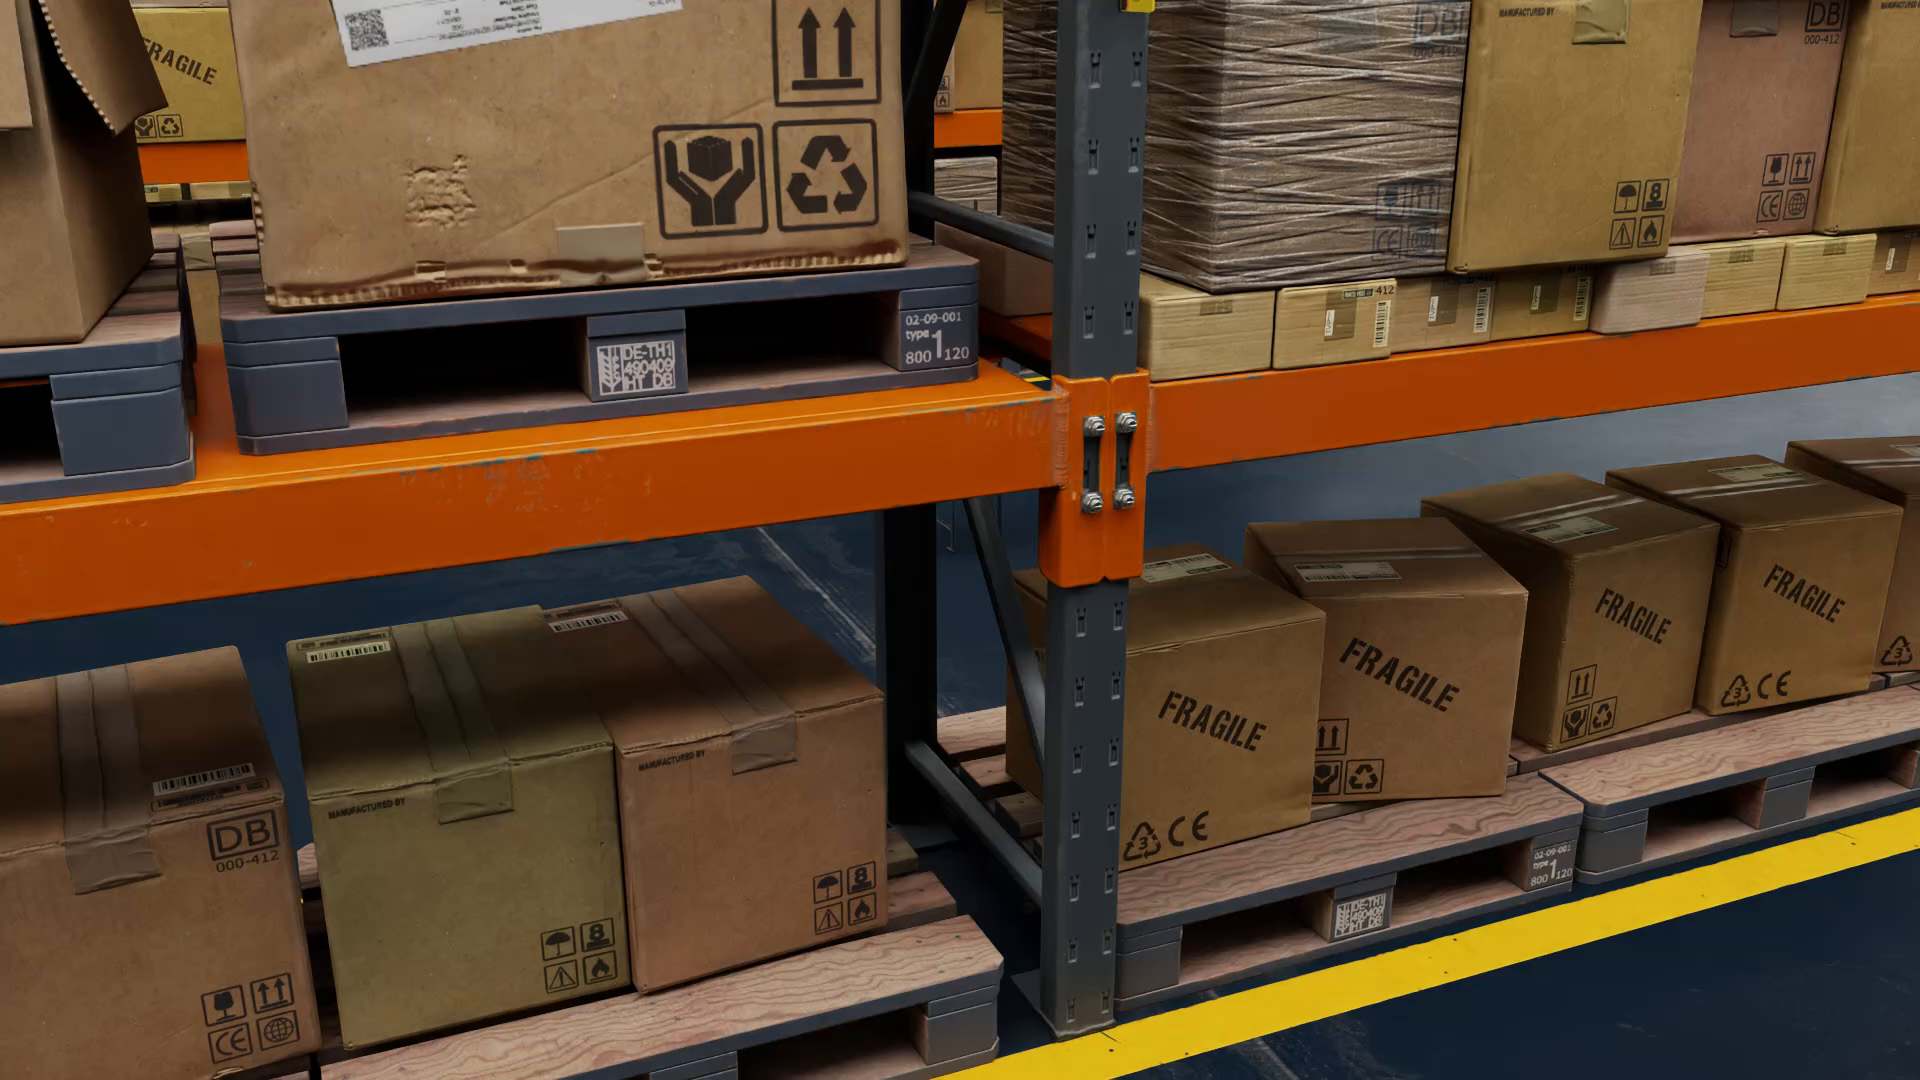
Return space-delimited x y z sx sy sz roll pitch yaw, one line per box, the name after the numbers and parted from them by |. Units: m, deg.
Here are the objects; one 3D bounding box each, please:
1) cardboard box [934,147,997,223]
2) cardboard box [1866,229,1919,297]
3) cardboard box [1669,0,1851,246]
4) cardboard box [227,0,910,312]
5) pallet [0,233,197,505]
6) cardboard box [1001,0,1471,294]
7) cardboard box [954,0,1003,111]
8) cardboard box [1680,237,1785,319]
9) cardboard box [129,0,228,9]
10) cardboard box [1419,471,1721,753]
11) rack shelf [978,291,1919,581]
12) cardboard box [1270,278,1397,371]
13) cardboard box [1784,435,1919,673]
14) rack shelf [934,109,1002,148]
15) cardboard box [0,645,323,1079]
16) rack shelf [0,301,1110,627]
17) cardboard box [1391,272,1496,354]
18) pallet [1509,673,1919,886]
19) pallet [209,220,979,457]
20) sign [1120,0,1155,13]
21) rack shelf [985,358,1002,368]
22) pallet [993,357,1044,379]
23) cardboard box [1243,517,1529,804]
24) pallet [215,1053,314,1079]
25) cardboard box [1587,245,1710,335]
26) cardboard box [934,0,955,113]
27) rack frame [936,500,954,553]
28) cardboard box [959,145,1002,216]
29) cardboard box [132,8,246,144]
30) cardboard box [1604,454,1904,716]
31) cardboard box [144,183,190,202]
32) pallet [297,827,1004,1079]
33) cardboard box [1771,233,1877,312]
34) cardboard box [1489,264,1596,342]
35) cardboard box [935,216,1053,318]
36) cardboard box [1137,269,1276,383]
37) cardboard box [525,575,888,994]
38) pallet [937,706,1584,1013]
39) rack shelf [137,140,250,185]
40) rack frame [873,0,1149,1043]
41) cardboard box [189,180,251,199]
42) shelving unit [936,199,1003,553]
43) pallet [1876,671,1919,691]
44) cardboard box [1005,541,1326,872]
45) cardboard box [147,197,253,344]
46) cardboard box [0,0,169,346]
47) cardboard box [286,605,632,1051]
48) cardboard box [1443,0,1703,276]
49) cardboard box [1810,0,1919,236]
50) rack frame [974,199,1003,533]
-0.389 -1.498 8.328 0.875 0.875 0.875 -8 21 -22 | cardboard box
1.952 -0.662 3.763 0.250 0.149 0.380 -8 21 -22 | cardboard box
1.381 -0.975 3.675 0.500 0.500 0.875 -8 21 -22 | cardboard box
-0.734 -1.015 2.851 1.000 1.000 1.000 -8 21 -22 | cardboard box
-1.820 -0.252 2.509 1.213 0.211 1.003 -8 21 -22 | pallet
0.489 -0.823 3.245 0.500 0.500 0.875 -8 21 -22 | cardboard box
-0.001 -2.459 8.263 0.500 0.550 0.875 -8 21 -22 | cardboard box
1.506 -0.585 3.546 0.250 0.149 0.380 -8 21 -22 | cardboard box
-3.210 -2.438 6.774 0.500 0.500 0.700 -8 21 -21 | cardboard box
1.496 0.162 4.177 0.500 0.500 0.500 -10 22 -27 | cardboard box
1.888 -0.519 4.063 4.000 0.370 1.077 -8 21 -22 | rack shelf
0.603 -0.442 3.140 0.250 0.149 0.380 -8 21 -22 | cardboard box
2.609 0.026 4.565 0.500 0.500 0.500 -3 20 -8 | cardboard box
0.016 -2.045 8.397 4.000 0.370 1.077 -8 21 -22 | rack shelf
-1.480 0.581 2.956 0.500 0.500 0.700 -10 22 -27 | cardboard box
-1.785 0.007 2.569 4.000 0.370 1.077 -8 21 -22 | rack shelf
0.821 -0.484 3.258 0.250 0.149 0.380 -8 21 -22 | cardboard box
1.776 0.459 4.401 1.213 0.211 1.003 -8 21 -22 | pallet
-0.708 -0.449 3.069 1.213 0.211 1.003 -8 21 -22 | pallet
0.275 -0.973 2.525 0.005 0.325 0.100 -8 21 -22 | sign
0.013 -0.639 5.803 0.180 0.103 0.258 -8 21 -22 | rack shelf
0.031 -1.044 8.669 1.213 0.211 1.003 -8 21 -22 | pallet
0.957 0.268 3.877 0.500 0.500 0.500 -2 19 -5 | cardboard box
-1.785 0.985 2.908 1.213 0.211 1.003 -8 21 -22 | pallet
1.293 -0.540 3.417 0.250 0.149 0.380 -8 21 -22 | cardboard box
-0.448 -2.359 7.978 0.550 0.550 0.875 -8 21 -22 | cardboard box
-0.071 -0.556 5.794 0.006 1.200 0.240 -8 21 -22 | rack frame
0.449 -1.618 8.666 0.875 0.875 0.875 -9 21 -23 | cardboard box
-3.122 -1.885 6.709 0.500 0.500 0.500 -8 21 -21 | cardboard box
2.027 0.102 4.347 0.500 0.500 0.500 -6 20 -17 | cardboard box
-5.651 -2.319 11.415 0.625 0.372 0.950 -7 21 -20 | cardboard box
-0.663 0.823 3.367 1.213 0.211 1.003 -8 21 -22 | pallet
1.740 -0.615 3.630 0.250 0.149 0.380 -8 21 -22 | cardboard box
1.047 -0.519 3.359 0.250 0.149 0.380 -8 21 -22 | cardboard box
0.132 -0.595 3.573 0.250 0.149 0.380 -8 21 -22 | cardboard box
0.368 -0.413 3.058 0.250 0.149 0.380 -8 21 -22 | cardboard box
-0.521 0.450 3.328 0.500 0.500 0.700 -10 22 -26 | cardboard box
0.654 0.621 3.941 1.213 0.211 1.003 -8 21 -22 | pallet
-3.657 -1.519 6.902 4.000 0.370 1.077 -8 21 -22 | rack shelf
0.051 -0.595 3.196 0.127 3.000 1.000 -8 21 -22 | rack frame
-5.013 -2.411 11.676 0.625 0.372 0.950 -7 21 -19 | cardboard box
0.013 -0.568 5.828 0.189 1.200 0.258 -8 21 -22 | shelving unit
2.894 0.300 4.853 1.213 0.211 1.003 -8 21 -22 | pallet
0.434 0.345 3.657 0.500 0.500 0.500 -9 21 -24 | cardboard box
-3.242 -1.023 7.167 0.750 0.750 1.050 -8 21 -22 | cardboard box
-1.504 -0.586 2.382 0.637 0.503 0.797 -6 20 -16 | cardboard box
-0.966 0.507 3.166 0.500 0.500 0.700 -8 21 -22 | cardboard box
0.962 -0.878 3.401 0.500 0.500 0.875 -8 21 -22 | cardboard box
1.857 -1.028 3.826 0.500 0.500 0.875 -8 21 -22 | cardboard box
0.097 -0.580 5.862 0.006 1.200 0.240 -8 21 -22 | rack frame
